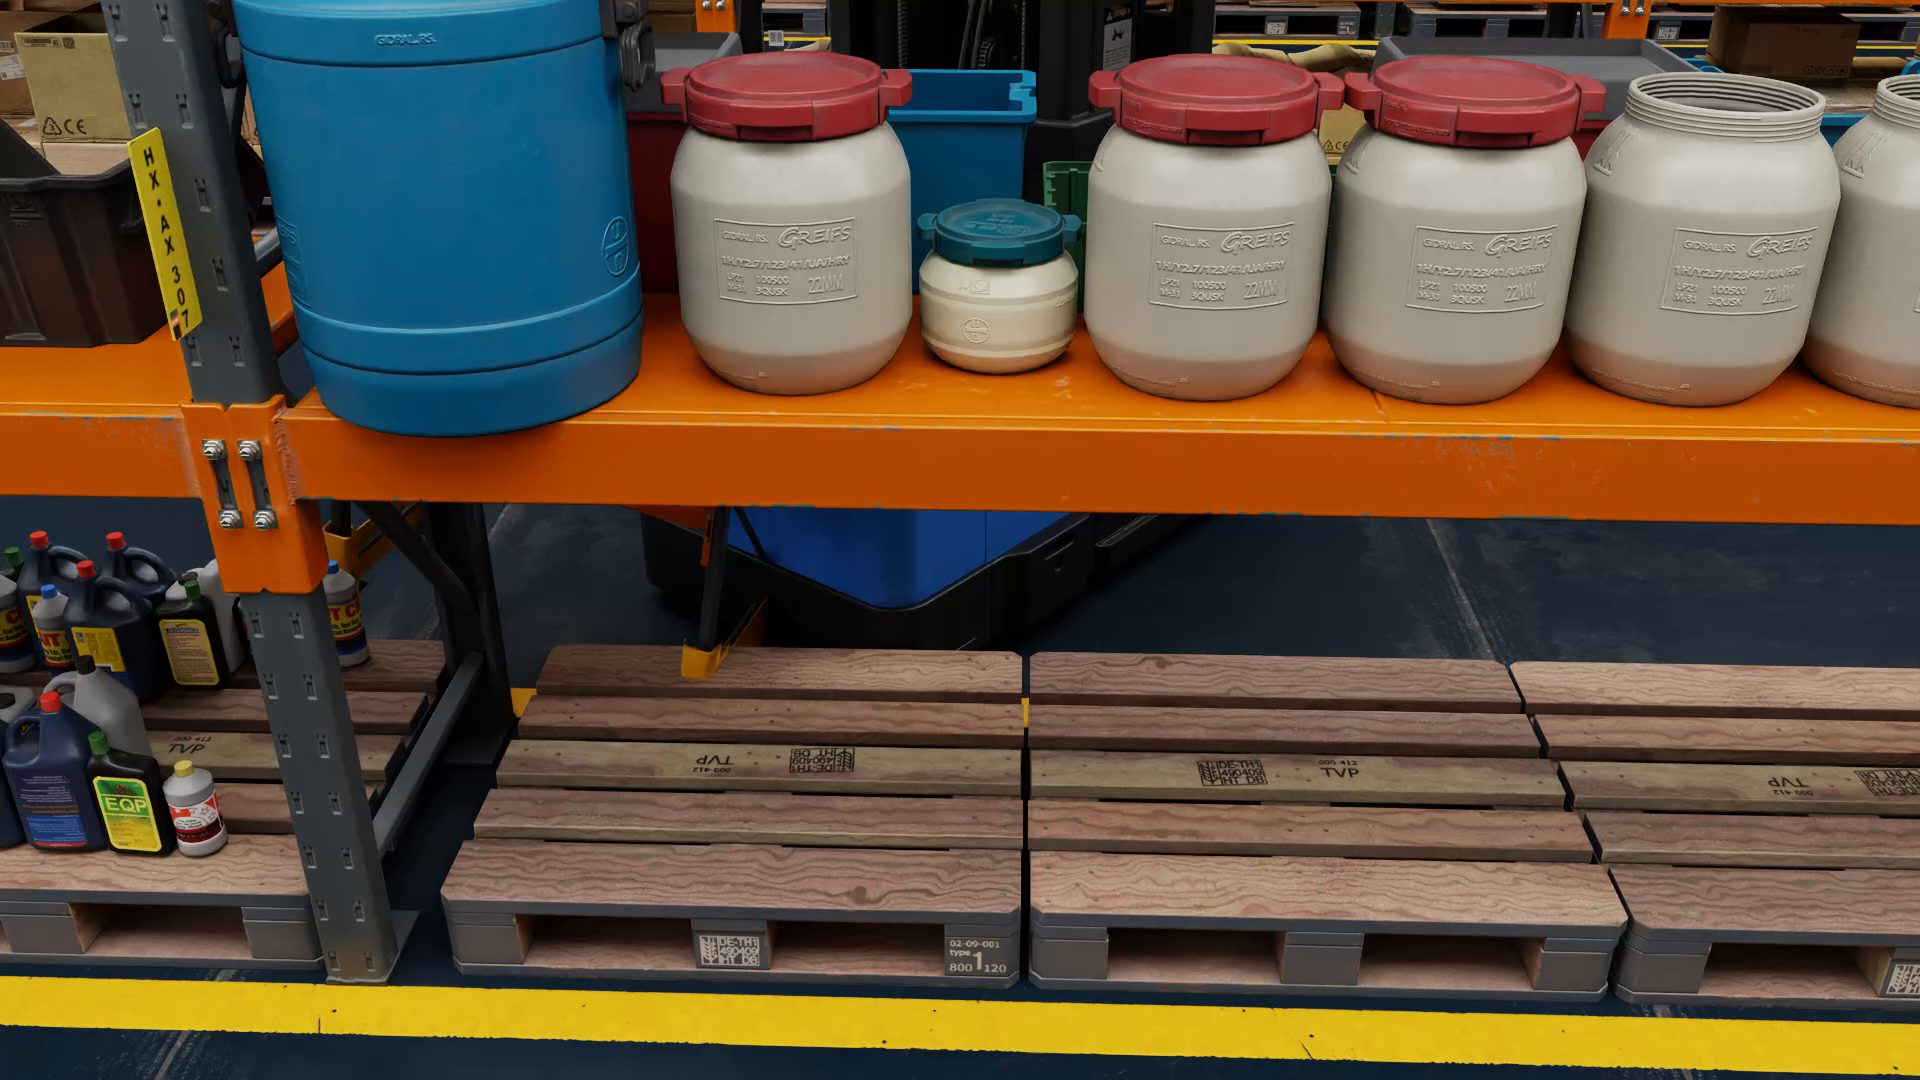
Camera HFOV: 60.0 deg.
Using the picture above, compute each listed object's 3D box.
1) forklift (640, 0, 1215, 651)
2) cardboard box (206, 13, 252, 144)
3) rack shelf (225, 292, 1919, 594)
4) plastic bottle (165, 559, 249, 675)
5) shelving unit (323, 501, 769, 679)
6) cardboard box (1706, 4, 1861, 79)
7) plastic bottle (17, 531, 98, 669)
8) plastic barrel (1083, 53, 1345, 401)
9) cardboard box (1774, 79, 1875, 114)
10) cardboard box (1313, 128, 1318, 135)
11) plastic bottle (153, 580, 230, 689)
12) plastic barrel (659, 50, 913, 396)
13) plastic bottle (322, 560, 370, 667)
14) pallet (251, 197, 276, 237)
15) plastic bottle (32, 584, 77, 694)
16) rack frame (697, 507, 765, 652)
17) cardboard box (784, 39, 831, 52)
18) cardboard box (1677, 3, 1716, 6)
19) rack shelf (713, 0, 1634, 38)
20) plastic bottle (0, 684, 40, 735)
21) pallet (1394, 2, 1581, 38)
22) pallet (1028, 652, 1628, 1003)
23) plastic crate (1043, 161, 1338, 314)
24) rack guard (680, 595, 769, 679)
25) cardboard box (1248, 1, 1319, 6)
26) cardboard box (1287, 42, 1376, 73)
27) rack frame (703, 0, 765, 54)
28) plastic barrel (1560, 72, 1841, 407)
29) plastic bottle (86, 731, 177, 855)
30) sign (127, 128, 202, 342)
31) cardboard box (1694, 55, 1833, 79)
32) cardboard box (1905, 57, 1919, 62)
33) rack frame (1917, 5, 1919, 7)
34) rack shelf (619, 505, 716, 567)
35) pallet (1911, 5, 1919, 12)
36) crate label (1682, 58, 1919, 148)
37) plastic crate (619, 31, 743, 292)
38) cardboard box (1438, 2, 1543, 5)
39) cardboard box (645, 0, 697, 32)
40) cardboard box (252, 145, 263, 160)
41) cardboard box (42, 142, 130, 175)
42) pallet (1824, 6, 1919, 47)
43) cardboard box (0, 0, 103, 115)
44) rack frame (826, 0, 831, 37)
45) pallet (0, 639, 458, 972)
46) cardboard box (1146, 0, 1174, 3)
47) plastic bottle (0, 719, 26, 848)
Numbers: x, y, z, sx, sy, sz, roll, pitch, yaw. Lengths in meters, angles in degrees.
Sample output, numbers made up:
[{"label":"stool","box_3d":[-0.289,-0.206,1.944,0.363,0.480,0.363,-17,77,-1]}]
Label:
[{"label":"forklift","box_3d":[0.395,-1.522,4.992,1.130,2.935,3.031,21,34,34]},{"label":"cardboard box","box_3d":[-3.537,-2.188,7.862,0.500,0.500,0.500,1,28,2]},{"label":"rack shelf","box_3d":[0.753,-0.273,3.331,4.000,0.370,1.077,1,28,2]},{"label":"plastic bottle","box_3d":[-1.873,0.182,4.142,0.135,0.276,0.152,2,28,4]},{"label":"shelving unit","box_3d":[-0.961,-0.424,4.152,1.083,1.500,0.587,17,33,7]},{"label":"cardboard box","box_3d":[3.929,-2.393,7.960,0.500,0.250,0.500,2,28,4]},{"label":"plastic bottle","box_3d":[-2.227,0.141,4.139,0.185,0.351,0.144,0,28,0]},{"label":"plastic barrel","box_3d":[0.436,-0.554,2.946,0.433,0.535,0.433,0,28,0]},{"label":"cardboard box","box_3d":[3.898,-1.819,7.678,0.500,0.500,0.500,0,28,0]},{"label":"cardboard box","box_3d":[1.374,-2.003,7.715,0.500,0.311,0.500,1,28,1]},{"label":"plastic bottle","box_3d":[-1.876,0.229,4.047,0.133,0.283,0.061,1,28,2]},{"label":"plastic barrel","box_3d":[-0.298,-0.566,2.969,0.433,0.535,0.433,0,28,0]},{"label":"plastic bottle","box_3d":[-1.549,0.177,4.158,0.097,0.271,0.097,0,28,0]},{"label":"pallet","box_3d":[-3.083,-1.762,8.349,1.213,0.211,1.003,1,28,2]},{"label":"plastic bottle","box_3d":[-2.187,0.234,4.050,0.097,0.271,0.097,0,28,0]},{"label":"rack frame","box_3d":[-0.487,-0.282,4.086,0.032,1.500,0.500,17,33,7]},{"label":"cardboard box","box_3d":[-0.653,-2.288,8.253,0.500,0.311,0.500,1,28,2]},{"label":"cardboard box","box_3d":[5.556,-4.328,12.059,0.750,0.750,0.750,2,28,3]},{"label":"rack shelf","box_3d":[0.931,-2.592,7.704,4.000,0.370,1.077,1,28,2]},{"label":"plastic bottle","box_3d":[-2.111,0.436,3.663,0.135,0.276,0.152,1,28,2]},{"label":"pallet","box_3d":[3.886,-3.915,12.410,1.213,0.211,1.003,1,28,2]},{"label":"pallet","box_3d":[0.763,0.622,3.852,1.213,0.211,1.003,1,28,2]},{"label":"plastic crate","box_3d":[0.504,-0.634,3.469,0.662,0.188,0.450,1,28,2]},{"label":"rack guard","box_3d":[-0.598,0.235,4.421,0.087,0.250,0.587,17,33,7]},{"label":"cardboard box","box_3d":[2.380,-4.273,12.306,0.500,0.500,0.700,1,28,3]},{"label":"cardboard box","box_3d":[1.892,-2.246,8.172,0.500,0.311,0.500,0,28,1]},{"label":"rack frame","box_3d":[-1.067,-2.943,7.598,0.127,3.000,1.000,1,28,2]},{"label":"plastic barrel","box_3d":[1.295,-0.531,2.930,0.421,0.512,0.421,0,28,0]},{"label":"plastic bottle","box_3d":[-1.738,0.528,3.482,0.133,0.283,0.061,2,28,4]},{"label":"sign","box_3d":[-1.276,-0.489,2.674,0.005,0.325,0.100,1,28,2]},{"label":"cardboard box","box_3d":[3.873,-2.061,8.134,0.500,0.500,0.500,2,28,4]},{"label":"cardboard box","box_3d":[4.915,-2.046,8.107,0.500,0.500,0.500,0,28,0]},{"label":"rack frame","box_3d":[7.099,-5.129,11.723,0.127,3.000,1.000,1,28,2]},{"label":"rack shelf","box_3d":[-1.001,-0.278,4.249,1.000,0.185,0.538,17,33,7]},{"label":"pallet","box_3d":[7.856,-3.848,12.283,1.213,0.211,1.003,1,28,2]},{"label":"crate label","box_3d":[1.768,-0.717,3.361,0.616,0.435,0.502,1,28,2]},{"label":"plastic crate","box_3d":[-0.751,-0.788,3.465,0.583,0.464,0.402,1,28,2]},{"label":"cardboard box","box_3d":[3.831,-4.357,12.114,0.750,0.750,0.750,1,28,1]},{"label":"cardboard box","box_3d":[-1.520,-2.399,8.259,0.500,0.500,0.500,1,28,2]},{"label":"cardboard box","box_3d":[-3.038,-1.841,8.007,0.500,0.250,0.500,1,28,2]},{"label":"cardboard box","box_3d":[-4.037,-1.860,8.043,0.500,0.250,0.500,1,28,2]},{"label":"pallet","box_3d":[6.325,-3.874,12.334,1.213,0.211,1.003,1,28,2]},{"label":"cardboard box","box_3d":[-4.519,-2.441,8.339,0.500,0.500,0.500,1,28,2]},{"label":"rack frame","box_3d":[-0.896,-5.261,11.972,0.127,3.000,1.000,1,28,2]},{"label":"pallet","box_3d":[-1.916,0.577,3.935,1.213,0.211,1.003,1,28,2]},{"label":"cardboard box","box_3d":[1.371,-4.331,12.416,0.500,0.500,0.700,1,28,2]},{"label":"plastic bottle","box_3d":[-2.092,0.473,3.514,0.185,0.351,0.144,0,28,-1]}]
